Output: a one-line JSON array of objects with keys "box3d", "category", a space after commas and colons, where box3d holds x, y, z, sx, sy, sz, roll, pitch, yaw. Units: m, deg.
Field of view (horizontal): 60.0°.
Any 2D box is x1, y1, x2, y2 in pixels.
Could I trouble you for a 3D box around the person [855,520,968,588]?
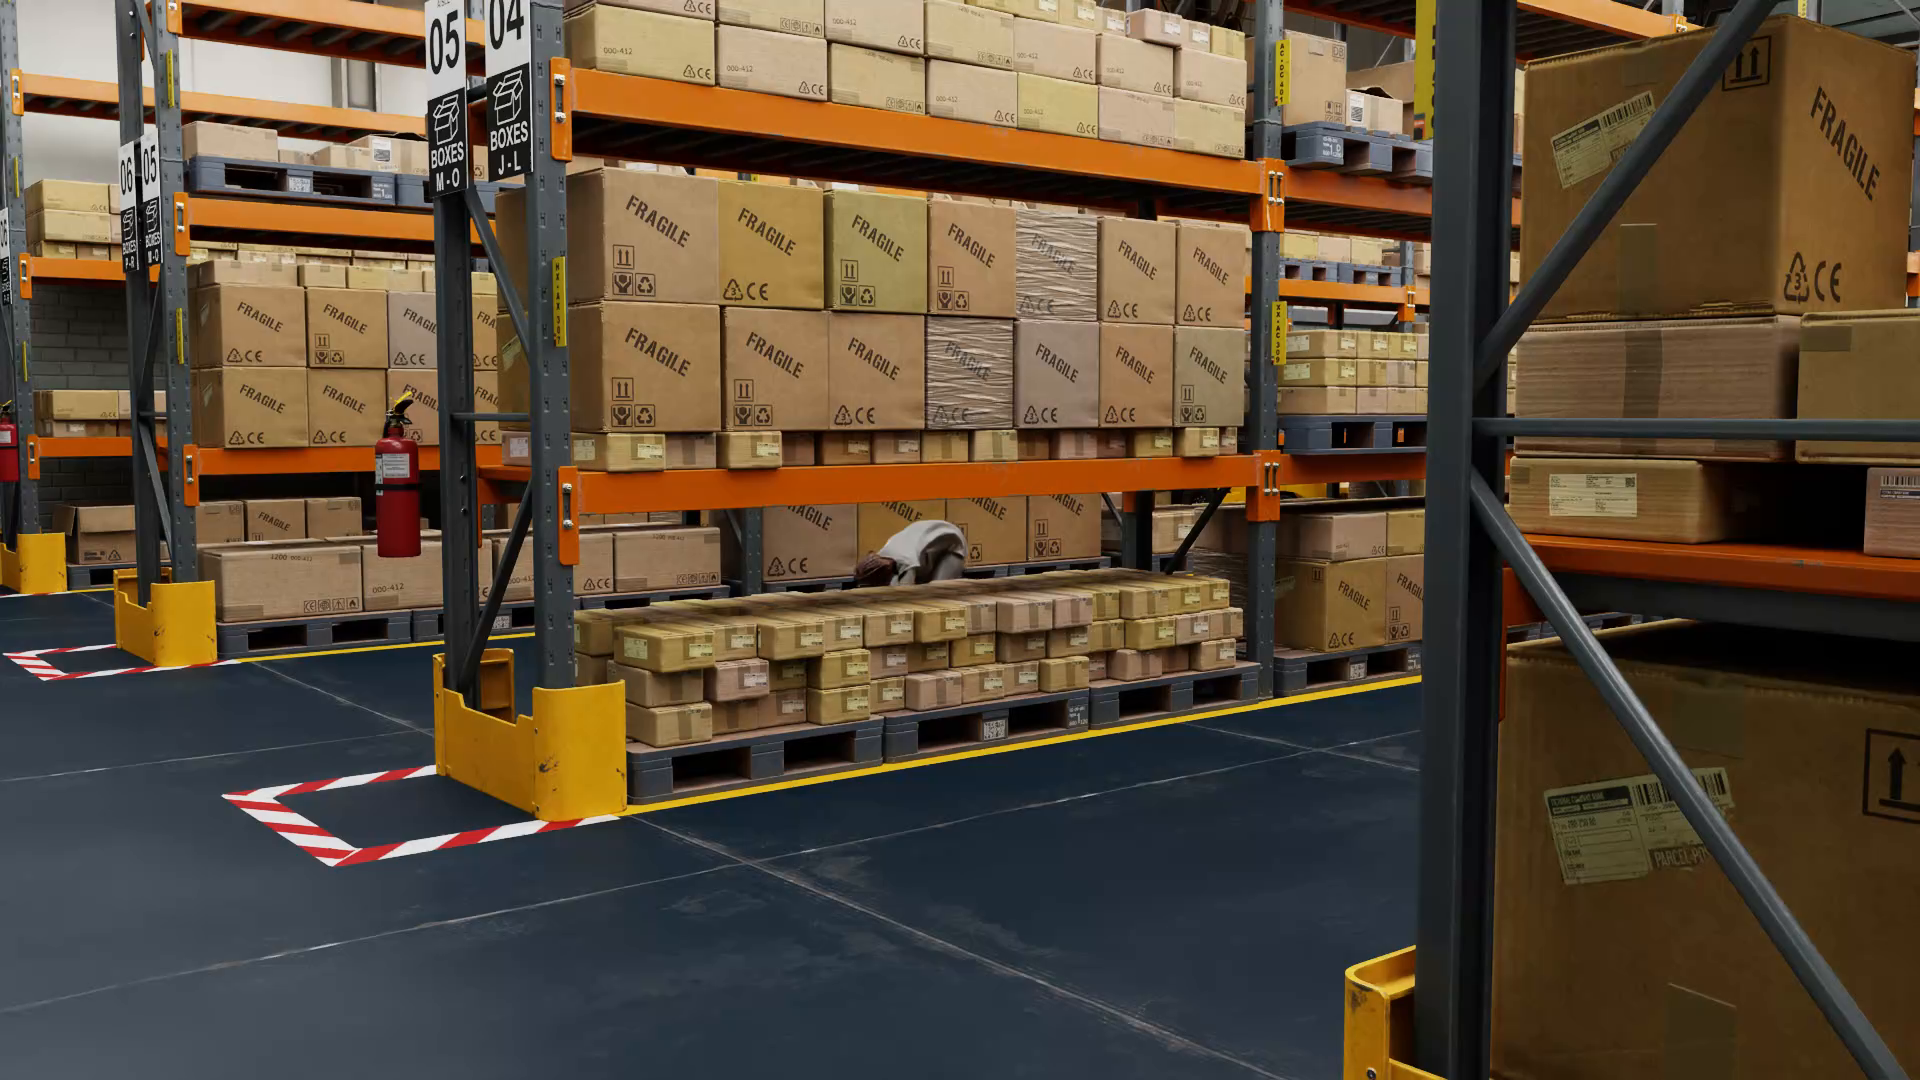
[{"box3d": [-0.290, 0.335, 9.747, 0.422, 0.887, 0.854, 4, 6, 40], "category": "person"}]
